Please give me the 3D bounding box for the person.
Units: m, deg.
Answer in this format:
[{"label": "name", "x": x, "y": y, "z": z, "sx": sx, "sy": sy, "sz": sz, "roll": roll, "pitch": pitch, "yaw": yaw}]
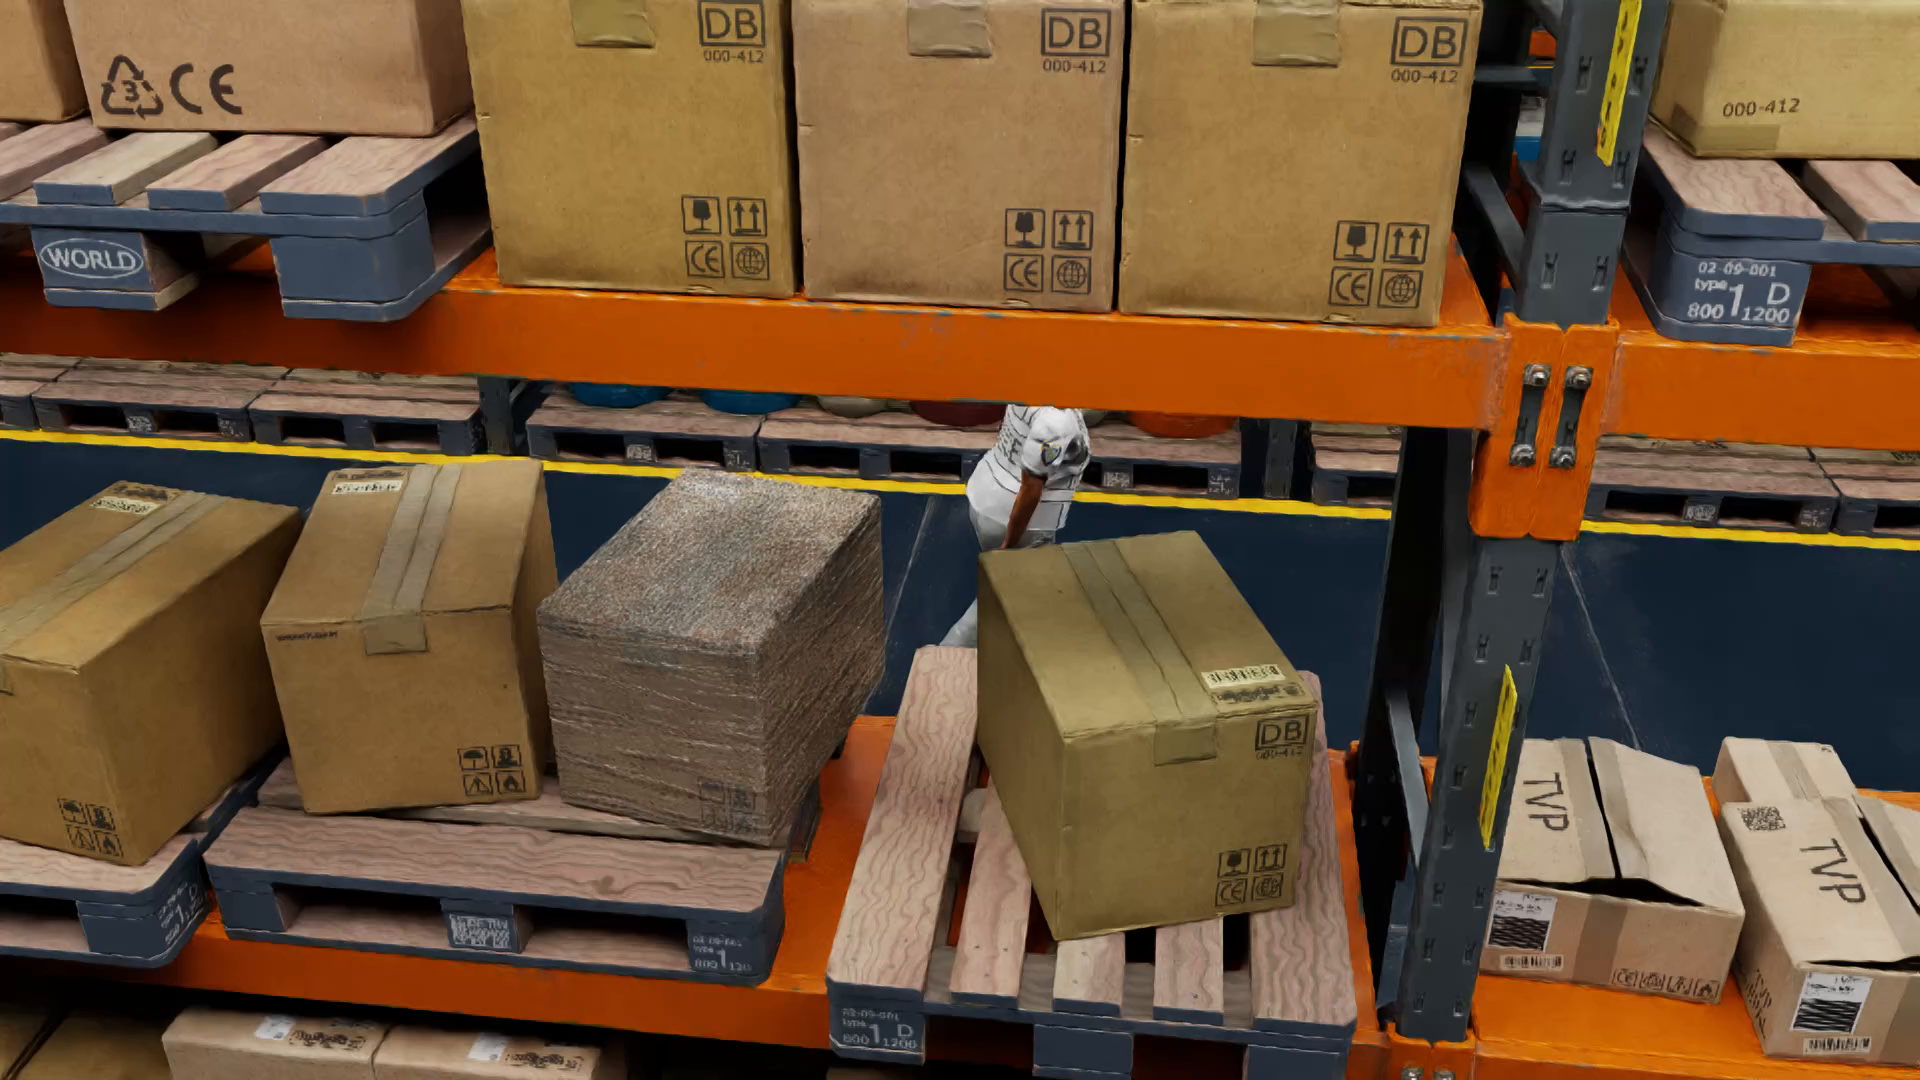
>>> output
[{"label": "person", "x": 0.242, "y": -0.068, "z": 6.270, "sx": 0.679, "sy": 1.641, "sz": 0.486, "roll": -6, "pitch": 29, "yaw": -10}]
